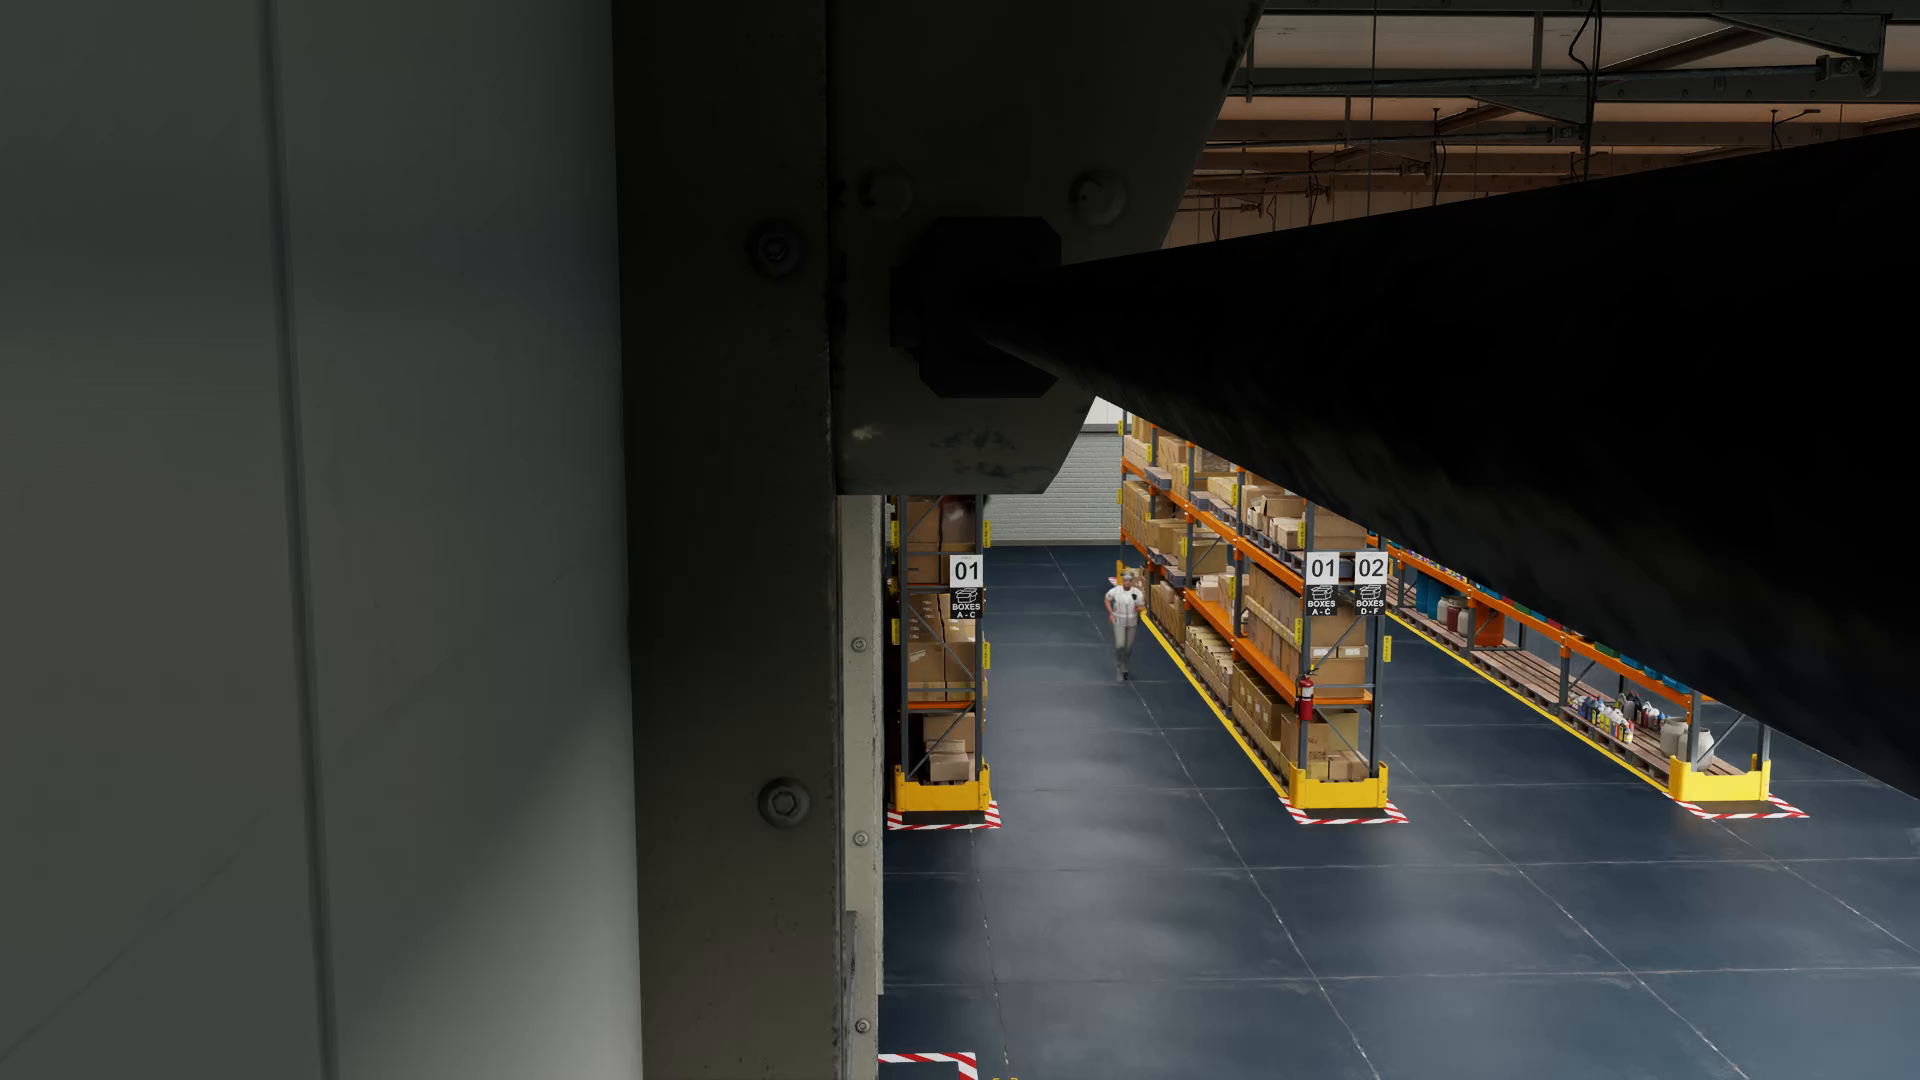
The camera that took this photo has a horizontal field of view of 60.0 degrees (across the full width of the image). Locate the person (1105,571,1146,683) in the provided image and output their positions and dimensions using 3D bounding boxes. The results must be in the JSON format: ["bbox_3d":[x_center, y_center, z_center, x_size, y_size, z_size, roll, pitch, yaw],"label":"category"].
[{"bbox_3d":[2.743,1.419,27.524,0.642,1.854,0.813,-1,8,-5],"label":"person"}]
